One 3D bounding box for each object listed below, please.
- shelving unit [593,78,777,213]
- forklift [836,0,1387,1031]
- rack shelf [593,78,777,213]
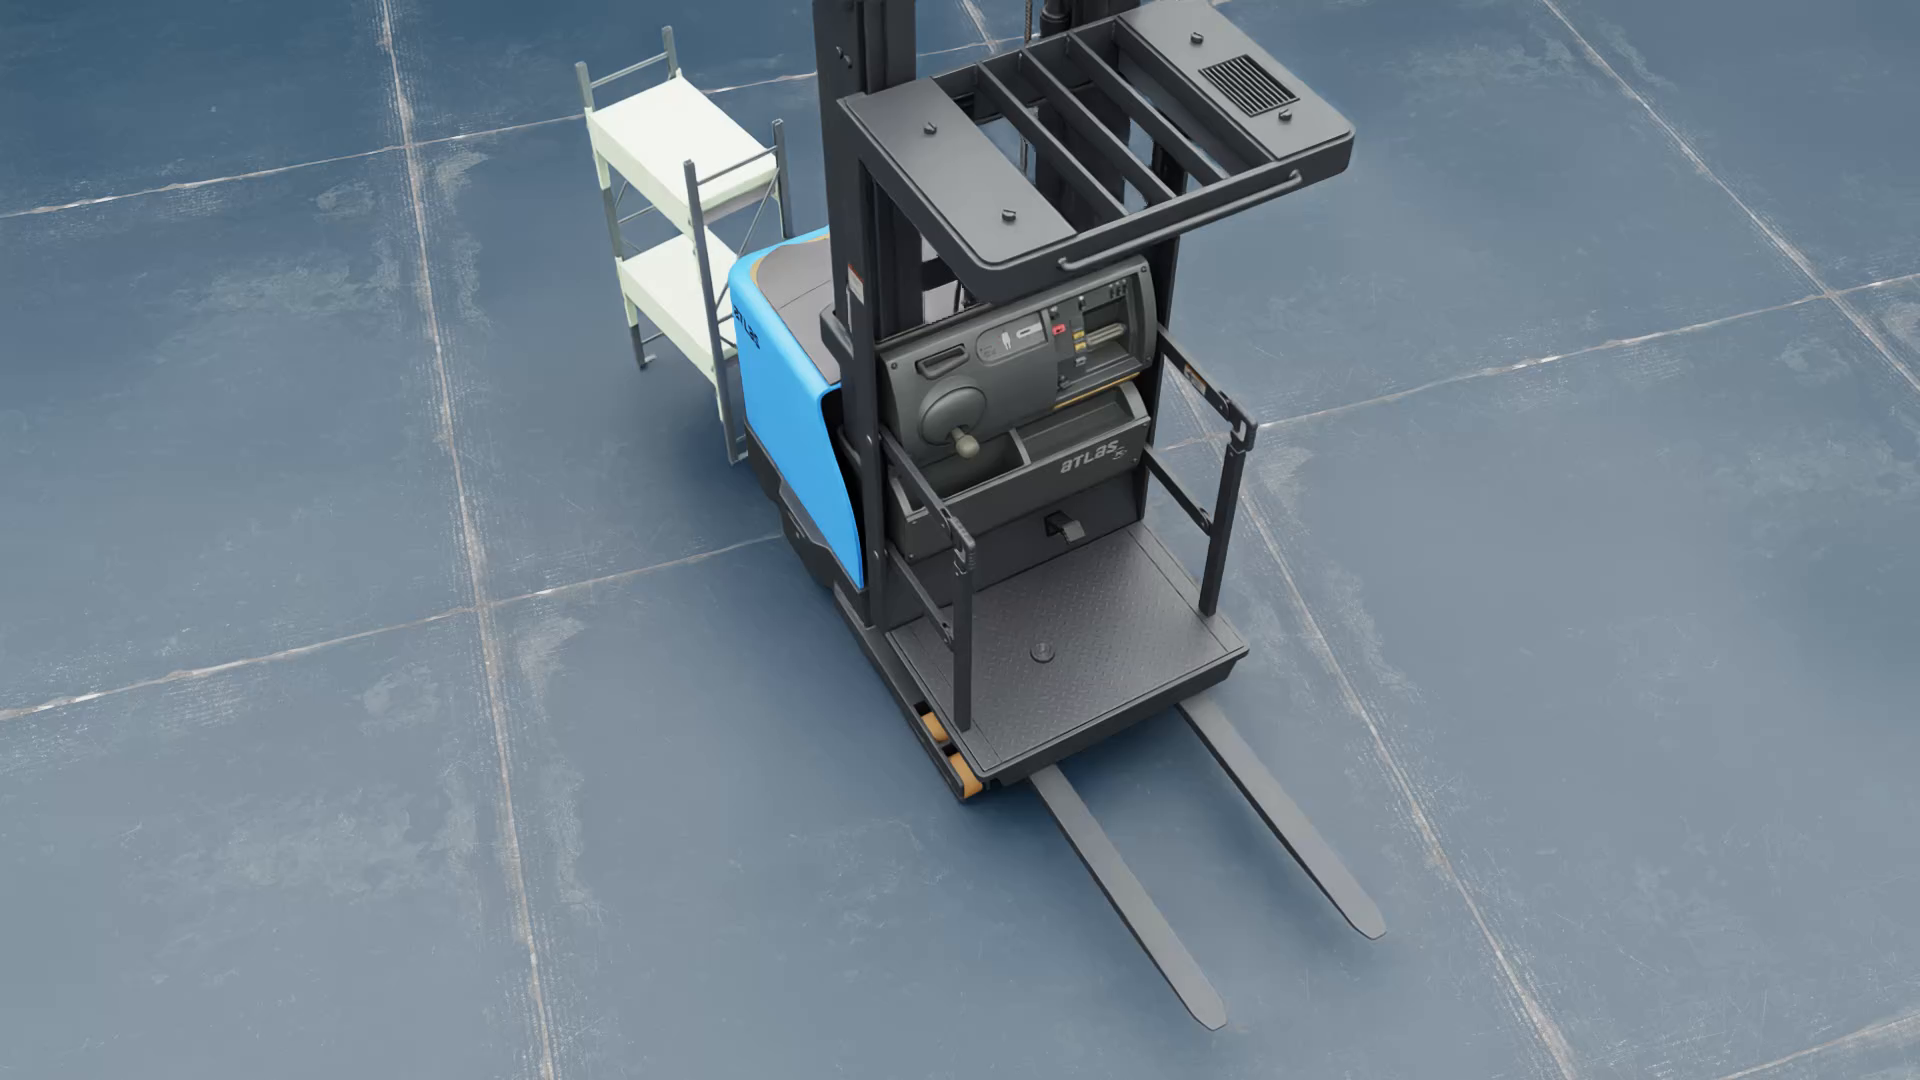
[{"bbox_3d":[-1.008,-1.449,6.095,0.368,0.052,0.686,-31,56,-23],"label":"shelving unit"},{"bbox_3d":[0.517,-0.104,4.840,1.118,2.733,2.170,-23,54,-18],"label":"forklift"},{"bbox_3d":[-1.008,-1.449,6.095,0.368,0.052,0.686,-31,56,-23],"label":"rack shelf"}]
